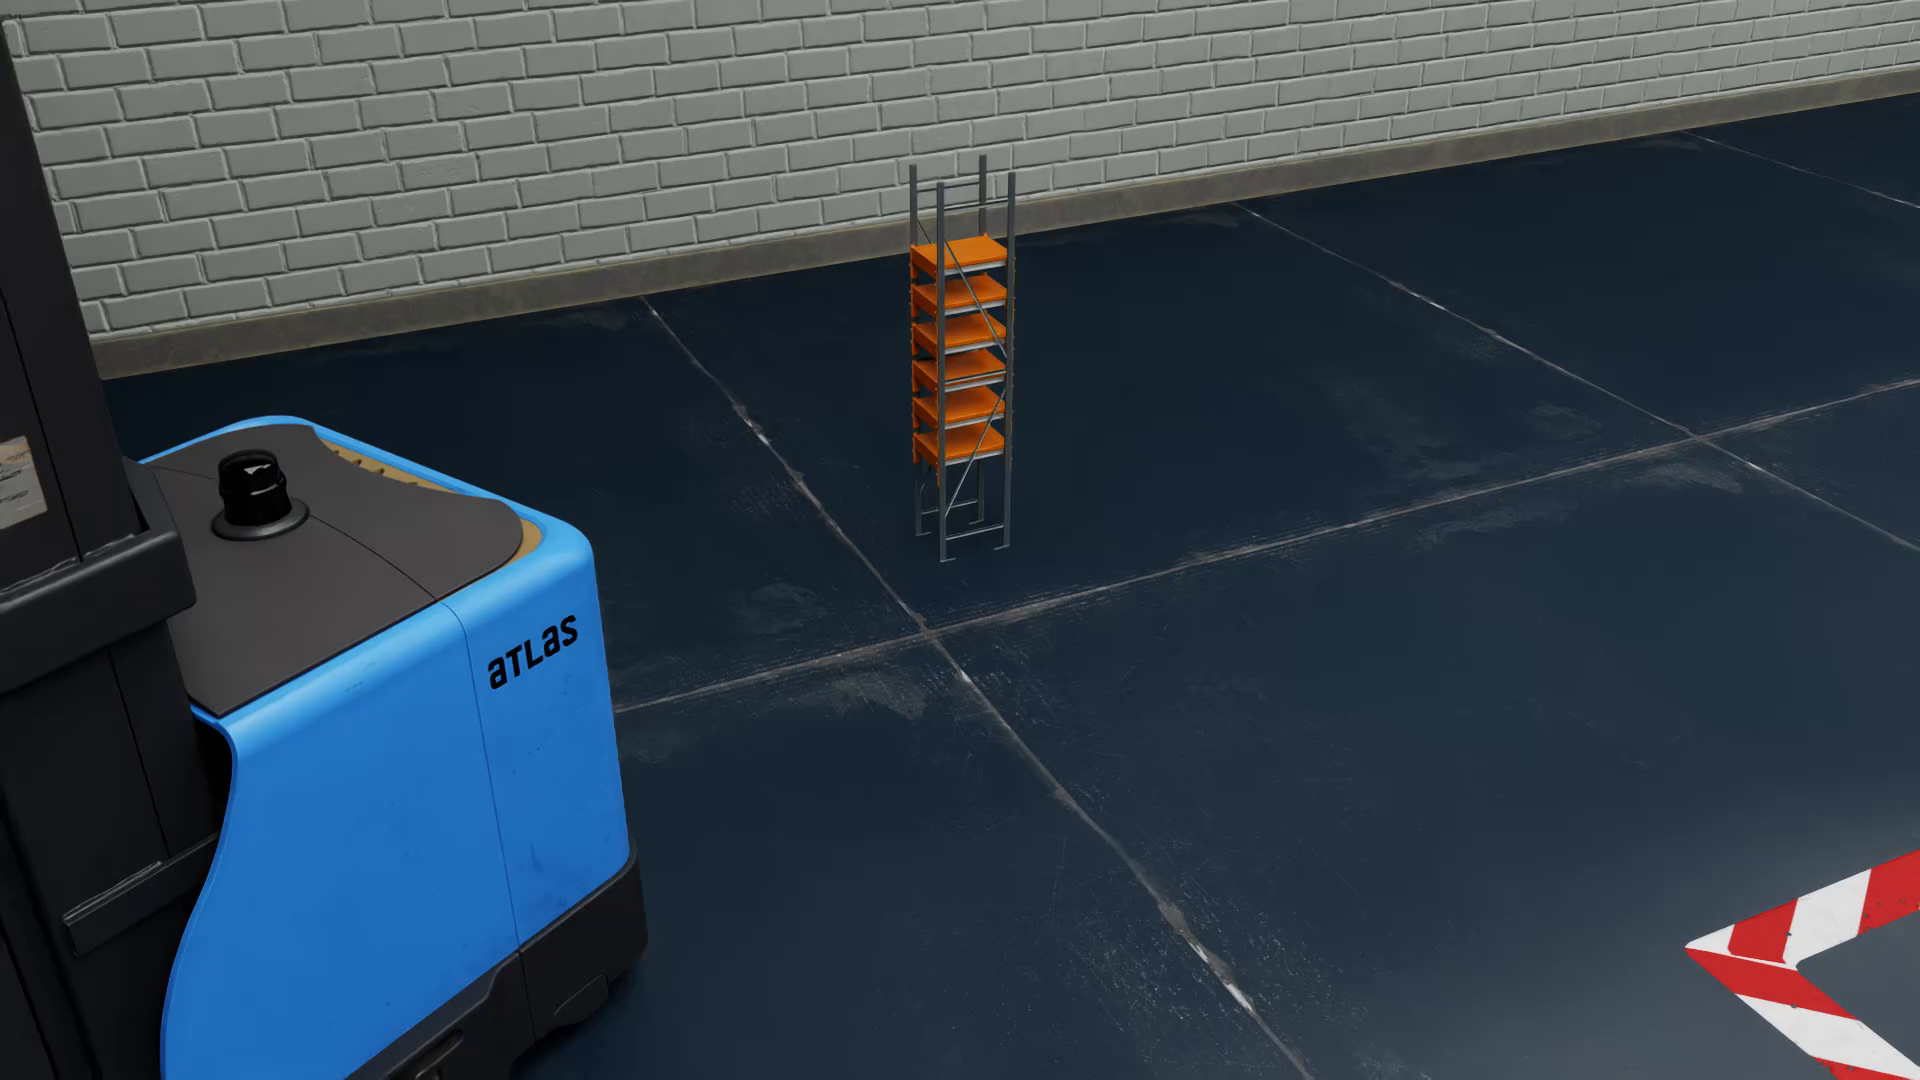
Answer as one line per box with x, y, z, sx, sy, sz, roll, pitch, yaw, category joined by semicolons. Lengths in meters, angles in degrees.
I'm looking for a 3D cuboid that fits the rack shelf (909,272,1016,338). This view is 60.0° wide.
0.006;-0.688;4.849;0.258;0.103;0.180;-13;32;-22;rack shelf

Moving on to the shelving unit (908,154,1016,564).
0.006;-0.517;4.945;0.258;1.200;0.189;-13;32;-22;shelving unit

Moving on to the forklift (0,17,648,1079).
-1.927;0.095;2.084;1.130;2.935;3.031;19;34;30;forklift

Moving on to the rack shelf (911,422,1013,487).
0.006;-0.269;5.084;0.258;0.103;0.180;-13;32;-22;rack shelf

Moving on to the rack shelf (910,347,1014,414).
0.006;-0.478;4.967;0.258;0.103;0.180;-13;32;-22;rack shelf

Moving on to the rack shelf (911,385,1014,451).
0.006;-0.374;5.026;0.258;0.103;0.180;-13;32;-22;rack shelf

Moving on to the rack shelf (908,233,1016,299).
0.006;-0.792;4.791;0.258;0.103;0.180;-13;32;-22;rack shelf

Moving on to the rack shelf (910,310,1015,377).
0.006;-0.583;4.908;0.258;0.103;0.180;-13;32;-22;rack shelf

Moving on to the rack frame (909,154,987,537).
-0.033;-0.557;5.017;0.240;1.200;0.006;-13;32;-22;rack frame

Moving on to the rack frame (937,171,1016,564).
0.046;-0.477;4.873;0.240;1.200;0.006;-13;32;-22;rack frame
